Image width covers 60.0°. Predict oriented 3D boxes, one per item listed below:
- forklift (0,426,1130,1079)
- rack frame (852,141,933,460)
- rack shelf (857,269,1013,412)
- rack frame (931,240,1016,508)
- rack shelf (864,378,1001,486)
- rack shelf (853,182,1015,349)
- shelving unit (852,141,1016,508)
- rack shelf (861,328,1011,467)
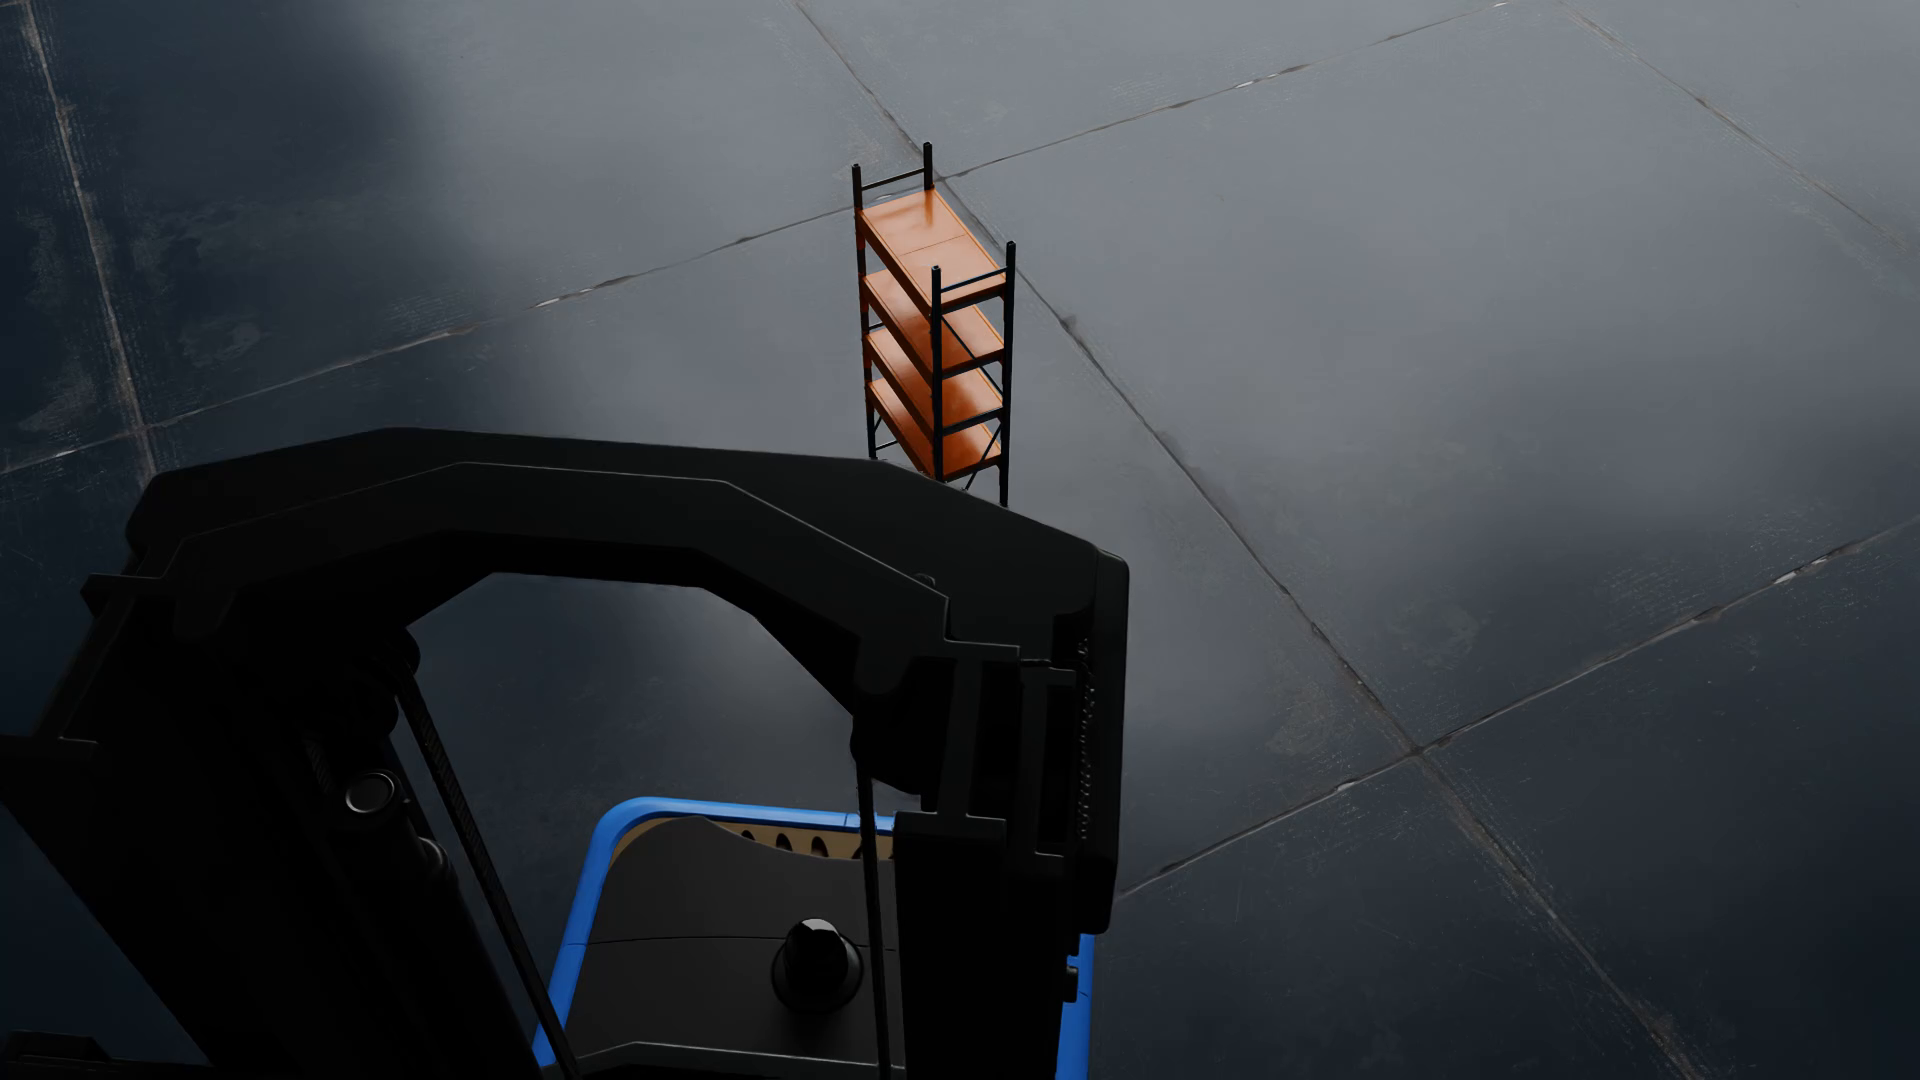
[{"bbox_3d":[-0.375,1.400,2.079,1.130,2.935,3.031,4,49,4],"label":"forklift"},{"bbox_3d":[-0.187,-0.669,5.038,0.240,1.200,0.015,-21,52,-18],"label":"rack frame"},{"bbox_3d":[-0.076,-0.609,4.778,0.258,0.148,0.480,-21,52,-18],"label":"rack shelf"},{"bbox_3d":[0.036,-0.342,4.752,0.240,1.200,0.015,-21,52,-18],"label":"rack frame"},{"bbox_3d":[-0.076,-0.331,5.095,0.258,0.148,0.480,-21,52,-18],"label":"rack shelf"},{"bbox_3d":[-0.076,-0.765,4.599,0.258,0.148,0.480,-21,52,-18],"label":"rack shelf"},{"bbox_3d":[-0.076,-0.506,4.895,0.258,1.200,0.503,-21,52,-18],"label":"shelving unit"},{"bbox_3d":[-0.076,-0.462,4.946,0.258,0.148,0.480,-21,52,-18],"label":"rack shelf"}]
